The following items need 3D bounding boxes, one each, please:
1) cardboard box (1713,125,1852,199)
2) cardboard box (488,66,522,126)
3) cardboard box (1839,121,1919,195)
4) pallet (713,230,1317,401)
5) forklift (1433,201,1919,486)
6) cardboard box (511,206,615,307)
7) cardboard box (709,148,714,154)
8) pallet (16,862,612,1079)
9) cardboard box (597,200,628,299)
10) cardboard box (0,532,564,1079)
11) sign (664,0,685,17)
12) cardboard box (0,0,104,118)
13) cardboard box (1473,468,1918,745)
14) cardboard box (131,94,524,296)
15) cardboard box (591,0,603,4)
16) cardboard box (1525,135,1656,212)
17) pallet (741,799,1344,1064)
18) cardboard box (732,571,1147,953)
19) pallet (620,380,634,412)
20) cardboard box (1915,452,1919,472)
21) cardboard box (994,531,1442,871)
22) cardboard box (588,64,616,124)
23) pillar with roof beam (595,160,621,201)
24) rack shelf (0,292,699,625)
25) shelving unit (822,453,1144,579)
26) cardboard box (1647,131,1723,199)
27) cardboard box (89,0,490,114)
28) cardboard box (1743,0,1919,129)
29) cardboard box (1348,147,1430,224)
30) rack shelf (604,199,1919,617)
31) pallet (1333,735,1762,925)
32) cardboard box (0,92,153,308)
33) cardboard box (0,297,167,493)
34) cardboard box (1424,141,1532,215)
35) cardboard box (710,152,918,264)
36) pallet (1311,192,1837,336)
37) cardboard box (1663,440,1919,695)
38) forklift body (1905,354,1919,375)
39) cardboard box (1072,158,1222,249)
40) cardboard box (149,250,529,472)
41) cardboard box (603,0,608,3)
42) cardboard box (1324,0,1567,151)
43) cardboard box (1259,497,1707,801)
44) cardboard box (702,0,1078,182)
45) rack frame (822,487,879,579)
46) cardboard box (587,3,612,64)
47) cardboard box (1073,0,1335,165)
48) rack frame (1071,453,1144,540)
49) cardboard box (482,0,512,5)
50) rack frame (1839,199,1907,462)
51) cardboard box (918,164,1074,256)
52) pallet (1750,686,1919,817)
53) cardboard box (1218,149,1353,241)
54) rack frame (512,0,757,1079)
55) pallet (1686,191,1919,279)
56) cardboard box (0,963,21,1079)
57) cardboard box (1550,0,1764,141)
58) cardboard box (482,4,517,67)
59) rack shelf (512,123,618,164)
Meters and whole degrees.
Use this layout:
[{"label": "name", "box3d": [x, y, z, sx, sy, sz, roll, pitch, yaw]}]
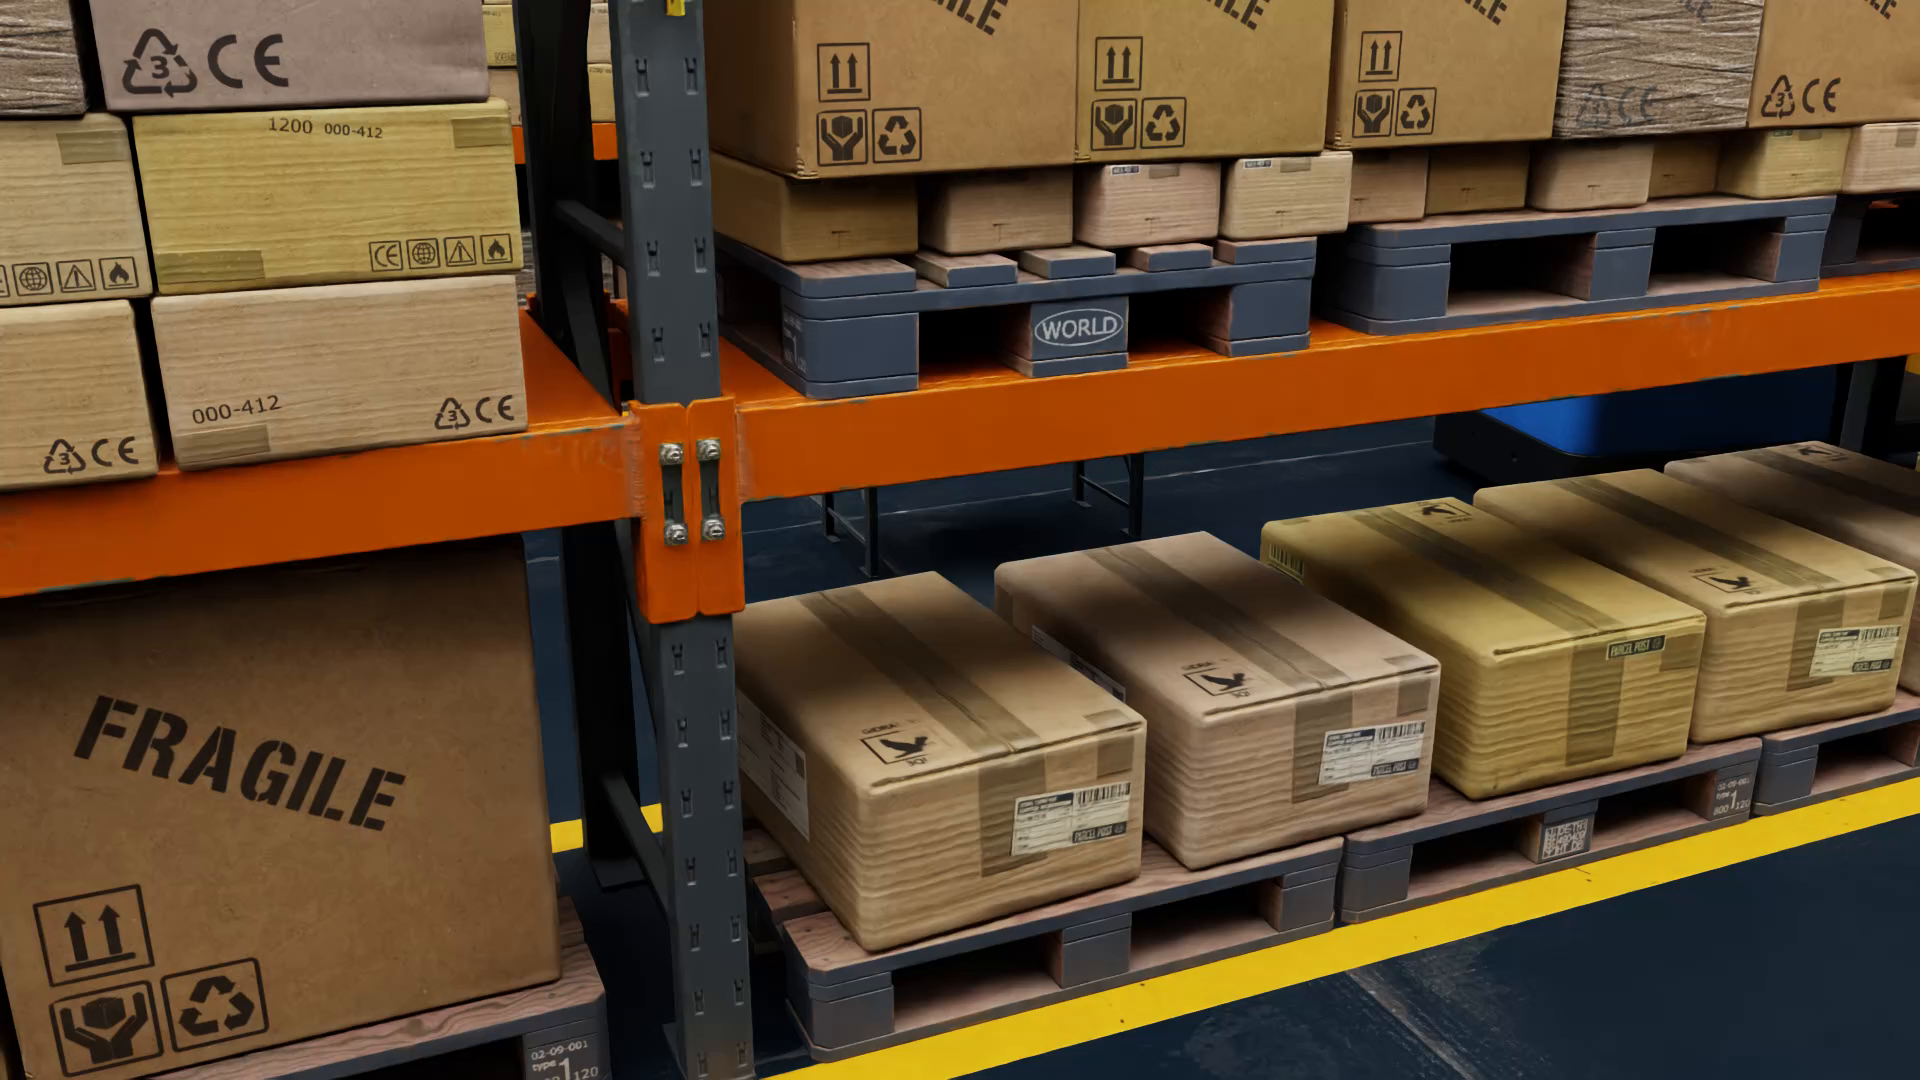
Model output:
[{"label": "cardboard box", "box3d": [1.729, -0.864, 3.706, 0.250, 0.149, 0.380, -8, 21, -22]}, {"label": "cardboard box", "box3d": [-2.104, -1.966, 7.316, 0.500, 0.250, 0.500, -8, 21, -22]}, {"label": "cardboard box", "box3d": [1.967, -0.885, 3.765, 0.250, 0.149, 0.380, -8, 21, -21]}, {"label": "pallet", "box3d": [-0.026, -0.576, 3.430, 1.003, 0.211, 1.213, -8, 21, -22]}, {"label": "forklift", "box3d": [3.530, -1.664, 6.334, 3.031, 2.935, 1.130, -5, 20, -13]}, {"label": "cardboard box", "box3d": [-2.030, -1.209, 7.883, 0.625, 0.625, 0.875, -7, 21, -20]}, {"label": "cardboard box", "box3d": [-0.431, -0.734, 3.337, 0.250, 0.149, 0.380, -7, 21, -20]}, {"label": "pallet", "box3d": [-1.392, 0.856, 3.273, 1.213, 0.211, 1.003, -8, 21, -22]}, {"label": "cardboard box", "box3d": [-1.433, -1.297, 8.134, 0.625, 0.625, 0.875, -7, 21, -20]}, {"label": "cardboard box", "box3d": [-1.306, 0.330, 3.136, 0.875, 0.875, 0.875, -8, 21, -22]}, {"label": "sign", "box3d": [-0.416, -0.917, 2.367, 0.005, 0.325, 0.100, -8, 21, -22]}, {"label": "cardboard box", "box3d": [-1.477, -0.841, 2.238, 0.500, 0.500, 0.500, -8, 21, -21]}, {"label": "cardboard box", "box3d": [1.895, 0.141, 4.431, 0.625, 0.372, 0.950, -7, 21, -19]}, {"label": "cardboard box", "box3d": [-0.983, -0.564, 2.580, 0.500, 0.250, 0.500, -8, 21, -22]}, {"label": "cardboard box", "box3d": [-1.728, -2.436, 7.295, 0.250, 0.149, 0.380, -8, 21, -20]}, {"label": "cardboard box", "box3d": [1.237, -0.803, 3.533, 0.250, 0.149, 0.380, -7, 21, -20]}, {"label": "pallet", "box3d": [0.080, 0.673, 3.793, 1.213, 0.211, 1.003, -8, 21, -22]}, {"label": "cardboard box", "box3d": [-0.116, 0.430, 3.608, 0.625, 0.372, 0.950, -10, 22, -26]}, {"label": "pallet", "box3d": [-1.837, -0.834, 8.074, 1.213, 0.211, 1.003, -8, 21, -22]}, {"label": "cardboard box", "box3d": [3.471, -0.127, 5.374, 0.500, 0.250, 0.500, -7, 21, -19]}, {"label": "cardboard box", "box3d": [0.559, 0.331, 3.891, 0.625, 0.372, 0.950, -9, 21, -23]}, {"label": "cardboard box", "box3d": [-1.640, -2.031, 7.499, 0.500, 0.250, 0.500, -9, 21, -23]}, {"label": "pillar with roof beam", "box3d": [-0.063, -4.016, 3.880, 0.400, 9.000, 9.100, -8, 21, -22]}, {"label": "rack shelf", "box3d": [-2.475, 0.062, 2.411, 4.000, 0.370, 1.077, -8, 21, -22]}, {"label": "shelving unit", "box3d": [0.078, -0.719, 5.805, 1.048, 1.500, 0.538, -8, 21, -22]}, {"label": "cardboard box", "box3d": [1.446, -0.861, 3.696, 0.250, 0.149, 0.380, -9, 21, -24]}, {"label": "cardboard box", "box3d": [-1.010, -0.911, 2.437, 0.500, 0.500, 0.500, -9, 21, -23]}, {"label": "cardboard box", "box3d": [1.770, -1.189, 3.653, 0.500, 0.500, 0.500, -7, 21, -20]}, {"label": "cardboard box", "box3d": [0.727, -0.740, 3.353, 0.250, 0.149, 0.380, -7, 21, -19]}, {"label": "rack shelf", "box3d": [1.198, -0.464, 3.906, 4.000, 0.370, 1.077, -8, 21, -22]}, {"label": "pallet", "box3d": [1.198, 0.514, 4.245, 1.213, 0.211, 1.003, -8, 21, -22]}, {"label": "cardboard box", "box3d": [-1.452, -0.495, 2.385, 0.500, 0.250, 0.500, -9, 21, -23]}, {"label": "cardboard box", "box3d": [-1.463, -0.252, 2.446, 0.500, 0.250, 0.500, -8, 21, -21]}, {"label": "cardboard box", "box3d": [0.971, -0.789, 3.492, 0.250, 0.149, 0.380, -7, 21, -20]}, {"label": "cardboard box", "box3d": [-0.266, -0.606, 2.972, 0.250, 0.149, 0.380, -9, 22, -25]}, {"label": "pallet", "box3d": [1.163, -0.722, 3.846, 1.213, 0.211, 1.003, -8, 21, -22]}, {"label": "cardboard box", "box3d": [2.554, 0.045, 4.702, 0.625, 0.372, 0.950, -8, 21, -21]}, {"label": "forklift body", "box3d": [3.719, -1.899, 8.178, 1.214, 2.155, 2.313, -8, 21, -22]}, {"label": "cardboard box", "box3d": [0.276, -0.655, 3.110, 0.250, 0.149, 0.380, -10, 22, -25]}, {"label": "cardboard box", "box3d": [-1.000, -0.324, 2.650, 0.500, 0.250, 0.500, -9, 21, -24]}, {"label": "cardboard box", "box3d": [-1.493, -2.474, 7.404, 0.250, 0.149, 0.380, -8, 21, -21]}, {"label": "cardboard box", "box3d": [0.827, -1.057, 3.276, 0.500, 0.500, 0.500, -8, 21, -21]}, {"label": "cardboard box", "box3d": [1.257, 0.233, 4.169, 0.625, 0.372, 0.950, -7, 21, -20]}, {"label": "cardboard box", "box3d": [-0.134, -0.914, 2.871, 0.500, 0.500, 0.500, -9, 21, -23]}, {"label": "rack frame", "box3d": [-0.388, -0.652, 5.615, 0.032, 1.500, 0.500, -8, 21, -22]}, {"label": "cardboard box", "box3d": [-1.644, -2.268, 7.419, 0.500, 0.250, 0.500, -7, 21, -20]}, {"label": "cardboard box", "box3d": [0.342, -0.985, 3.072, 0.500, 0.500, 0.500, -7, 21, -19]}, {"label": "rack frame", "box3d": [0.545, -0.786, 5.995, 0.032, 1.500, 0.500, -8, 21, -22]}, {"label": "cardboard box", "box3d": [-1.954, -2.394, 7.177, 0.250, 0.149, 0.380, -8, 21, -21]}, {"label": "rack frame", "box3d": [3.034, -1.066, 4.534, 0.127, 3.000, 1.000, -8, 21, -22]}, {"label": "cardboard box", "box3d": [0.006, -0.633, 3.048, 0.250, 0.149, 0.380, -10, 22, -25]}, {"label": "pallet", "box3d": [2.320, 0.352, 4.705, 1.213, 0.211, 1.003, -8, 21, -22]}, {"label": "cardboard box", "box3d": [0.537, -0.684, 3.195, 0.250, 0.149, 0.380, -8, 21, -22]}, {"label": "rack frame", "box3d": [-0.639, -0.540, 3.039, 0.127, 3.000, 1.000, -8, 21, -22]}, {"label": "pallet", "box3d": [2.275, -0.920, 4.406, 1.213, 0.211, 1.003, -8, 21, -22]}, {"label": "cardboard box", "box3d": [-2.126, 0.446, 2.807, 0.875, 0.875, 0.875, -8, 21, -21]}, {"label": "cardboard box", "box3d": [1.289, -1.120, 3.456, 0.500, 0.500, 0.500, -9, 21, -24]}, {"label": "cardboard box", "box3d": [-2.094, -2.194, 7.211, 0.500, 0.250, 0.500, -8, 21, -22]}, {"label": "rack shelf", "box3d": [-0.772, -1.977, 8.203, 4.000, 0.370, 1.077, -8, 21, -22]}]
